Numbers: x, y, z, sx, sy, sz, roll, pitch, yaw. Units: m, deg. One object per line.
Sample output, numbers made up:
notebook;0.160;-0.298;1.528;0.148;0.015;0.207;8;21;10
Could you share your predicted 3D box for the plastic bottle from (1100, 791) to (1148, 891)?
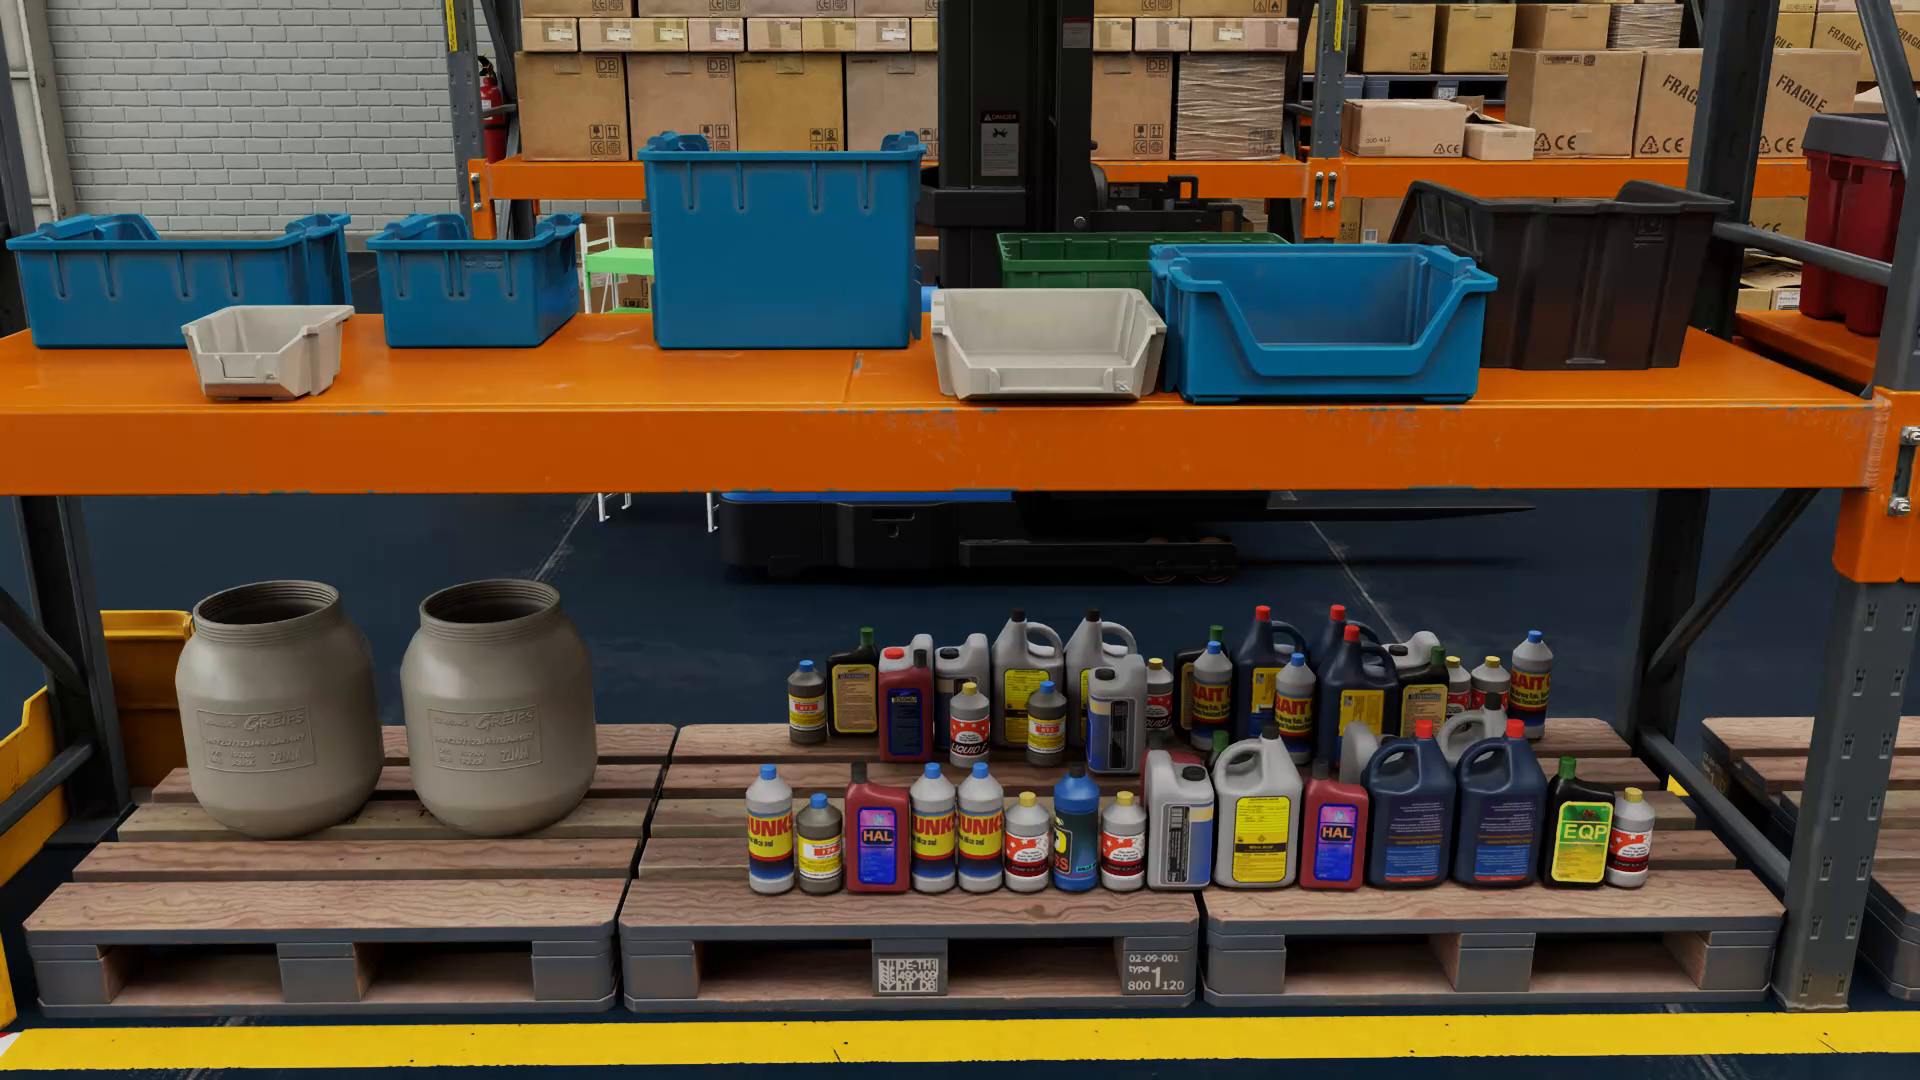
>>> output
plastic bottle;0.347;0.632;3.529;0.097;0.201;0.097;0;18;0

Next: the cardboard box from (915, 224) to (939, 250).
cardboard box;-0.253;-1.276;8.201;0.500;0.500;0.500;0;18;-1

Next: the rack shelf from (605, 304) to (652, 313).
rack shelf;-1.194;-0.828;6.587;0.480;0.148;0.258;6;19;17

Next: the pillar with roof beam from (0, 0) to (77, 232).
pillar with roof beam;-7.619;-5.381;8.588;0.400;9.000;9.100;0;18;-1

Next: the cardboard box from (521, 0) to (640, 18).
cardboard box;-1.772;-2.751;7.925;0.500;0.500;0.700;0;18;-1

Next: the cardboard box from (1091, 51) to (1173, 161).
cardboard box;0.737;-2.145;8.161;0.500;0.500;0.700;0;18;-1

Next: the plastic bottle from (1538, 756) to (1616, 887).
plastic bottle;1.306;0.593;3.514;0.133;0.283;0.061;1;18;2

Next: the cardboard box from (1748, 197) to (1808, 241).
cardboard box;6.362;-2.778;13.130;0.750;0.750;0.750;-1;18;-2

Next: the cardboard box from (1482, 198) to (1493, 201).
cardboard box;3.893;-2.660;13.302;0.500;0.500;0.700;0;18;-1

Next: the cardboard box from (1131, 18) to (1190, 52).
cardboard box;0.930;-2.394;7.873;0.250;0.149;0.380;-1;18;-2

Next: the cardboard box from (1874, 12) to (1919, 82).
cardboard box;7.135;-3.763;12.685;0.500;0.500;0.500;0;18;-1

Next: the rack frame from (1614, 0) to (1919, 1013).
rack frame;1.782;-0.594;3.487;0.127;3.000;1.000;0;18;-1

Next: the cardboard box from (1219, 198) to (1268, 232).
cardboard box;2.361;-2.647;13.261;0.500;0.500;0.700;0;18;1

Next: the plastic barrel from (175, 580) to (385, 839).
plastic barrel;-1.561;0.384;3.826;0.421;0.512;0.421;0;18;0

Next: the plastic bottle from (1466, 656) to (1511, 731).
plastic bottle;1.355;0.398;4.259;0.097;0.201;0.097;0;18;0

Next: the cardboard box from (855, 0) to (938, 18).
cardboard box;-0.242;-2.760;7.955;0.500;0.500;0.700;0;18;-1

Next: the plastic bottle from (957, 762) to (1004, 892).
plastic bottle;0.043;0.600;3.514;0.097;0.271;0.097;0;18;0

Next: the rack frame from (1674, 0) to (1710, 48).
rack frame;5.625;-3.639;12.980;0.127;3.000;1.000;0;18;-1

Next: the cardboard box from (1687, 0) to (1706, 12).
cardboard box;6.074;-4.276;13.055;0.500;0.250;0.500;0;18;1

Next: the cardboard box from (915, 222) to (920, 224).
cardboard box;-0.261;-1.440;8.711;0.500;0.500;0.500;0;18;-1

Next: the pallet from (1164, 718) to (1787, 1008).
pallet;1.110;0.725;3.943;1.213;0.211;1.003;0;18;-1

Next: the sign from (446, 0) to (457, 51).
sign;-2.289;-2.368;7.470;0.005;0.325;0.100;0;18;-1

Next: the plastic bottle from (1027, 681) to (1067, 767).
plastic bottle;0.214;0.447;4.104;0.097;0.201;0.097;0;18;0

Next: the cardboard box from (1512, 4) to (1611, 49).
cardboard box;4.597;-3.879;12.847;0.500;0.500;0.700;-2;18;-6

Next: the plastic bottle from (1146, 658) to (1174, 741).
plastic bottle;0.496;0.402;4.246;0.097;0.201;0.097;0;18;0

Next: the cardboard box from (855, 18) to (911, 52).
cardboard box;-0.359;-2.387;7.852;0.250;0.149;0.380;0;18;0

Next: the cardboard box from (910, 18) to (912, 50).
cardboard box;-0.362;-2.512;8.241;0.250;0.149;0.380;-1;18;-2

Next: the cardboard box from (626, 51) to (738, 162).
cardboard box;-1.300;-2.137;8.135;0.500;0.500;0.700;0;18;1

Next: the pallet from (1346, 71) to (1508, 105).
pallet;3.646;-3.525;12.940;1.213;0.211;1.003;0;18;-1

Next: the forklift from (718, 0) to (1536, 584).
forklift;0.630;-1.399;6.110;3.031;2.935;1.130;0;18;-1

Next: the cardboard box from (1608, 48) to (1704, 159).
cardboard box;3.503;-2.158;8.200;0.500;0.500;0.500;0;18;-1

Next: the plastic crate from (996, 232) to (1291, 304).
plastic crate;0.420;-0.572;3.768;0.662;0.188;0.450;0;18;-1

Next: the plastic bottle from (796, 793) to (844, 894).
plastic bottle;-0.296;0.635;3.519;0.097;0.201;0.097;0;18;0

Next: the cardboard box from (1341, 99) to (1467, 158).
cardboard box;2.199;-2.051;8.275;0.500;0.250;0.500;1;18;3

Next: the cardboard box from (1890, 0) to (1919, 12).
cardboard box;7.120;-4.124;12.583;0.500;0.250;0.500;0;18;0

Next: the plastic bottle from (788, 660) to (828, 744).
plastic bottle;-0.388;0.406;4.232;0.097;0.201;0.097;0;18;0

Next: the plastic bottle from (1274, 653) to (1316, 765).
plastic bottle;0.825;0.411;4.103;0.097;0.271;0.097;0;18;0

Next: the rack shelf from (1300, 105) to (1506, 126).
rack shelf;3.625;-3.286;13.060;4.000;0.370;1.077;0;18;-1

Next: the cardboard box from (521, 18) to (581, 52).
cardboard box;-1.896;-2.380;7.830;0.250;0.149;0.380;0;18;-1

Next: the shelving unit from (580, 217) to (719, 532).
shelving unit;-1.194;-0.660;6.641;0.503;1.200;0.258;6;19;17

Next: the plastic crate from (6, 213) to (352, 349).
plastic crate;-1.722;-0.597;3.742;0.616;0.251;0.499;0;18;-1

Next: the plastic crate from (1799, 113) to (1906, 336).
plastic crate;2.261;-0.720;3.776;0.583;0.464;0.402;0;18;-1

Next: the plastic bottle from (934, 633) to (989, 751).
plastic bottle;0.003;0.377;4.201;0.135;0.276;0.152;-1;18;-2

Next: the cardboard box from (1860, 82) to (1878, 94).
cardboard box;6.986;-3.476;12.852;0.250;0.149;0.380;0;18;0

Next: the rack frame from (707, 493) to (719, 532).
rack frame;-0.961;-0.638;6.571;0.015;1.200;0.240;6;19;17

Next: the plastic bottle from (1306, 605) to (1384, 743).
plastic bottle;0.968;0.335;4.208;0.185;0.351;0.144;0;18;1

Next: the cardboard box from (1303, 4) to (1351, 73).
cardboard box;2.694;-3.869;12.814;0.500;0.500;0.700;2;18;5

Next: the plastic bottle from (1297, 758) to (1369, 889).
plastic bottle;0.788;0.596;3.506;0.133;0.283;0.061;1;18;3

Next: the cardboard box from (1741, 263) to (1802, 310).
cardboard box;4.163;-1.200;8.272;0.500;0.311;0.500;0;18;-1

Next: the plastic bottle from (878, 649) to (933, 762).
plastic bottle;-0.134;0.407;4.096;0.133;0.283;0.061;0;18;-1

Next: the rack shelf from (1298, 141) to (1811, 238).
rack shelf;3.707;-1.774;8.343;4.000;0.370;1.077;0;18;-1

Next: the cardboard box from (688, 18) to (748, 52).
cardboard box;-1.131;-2.383;7.840;0.250;0.149;0.380;-1;18;-2

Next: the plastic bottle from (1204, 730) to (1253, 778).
plastic bottle;0.600;0.553;3.640;0.133;0.283;0.061;0;18;-1
